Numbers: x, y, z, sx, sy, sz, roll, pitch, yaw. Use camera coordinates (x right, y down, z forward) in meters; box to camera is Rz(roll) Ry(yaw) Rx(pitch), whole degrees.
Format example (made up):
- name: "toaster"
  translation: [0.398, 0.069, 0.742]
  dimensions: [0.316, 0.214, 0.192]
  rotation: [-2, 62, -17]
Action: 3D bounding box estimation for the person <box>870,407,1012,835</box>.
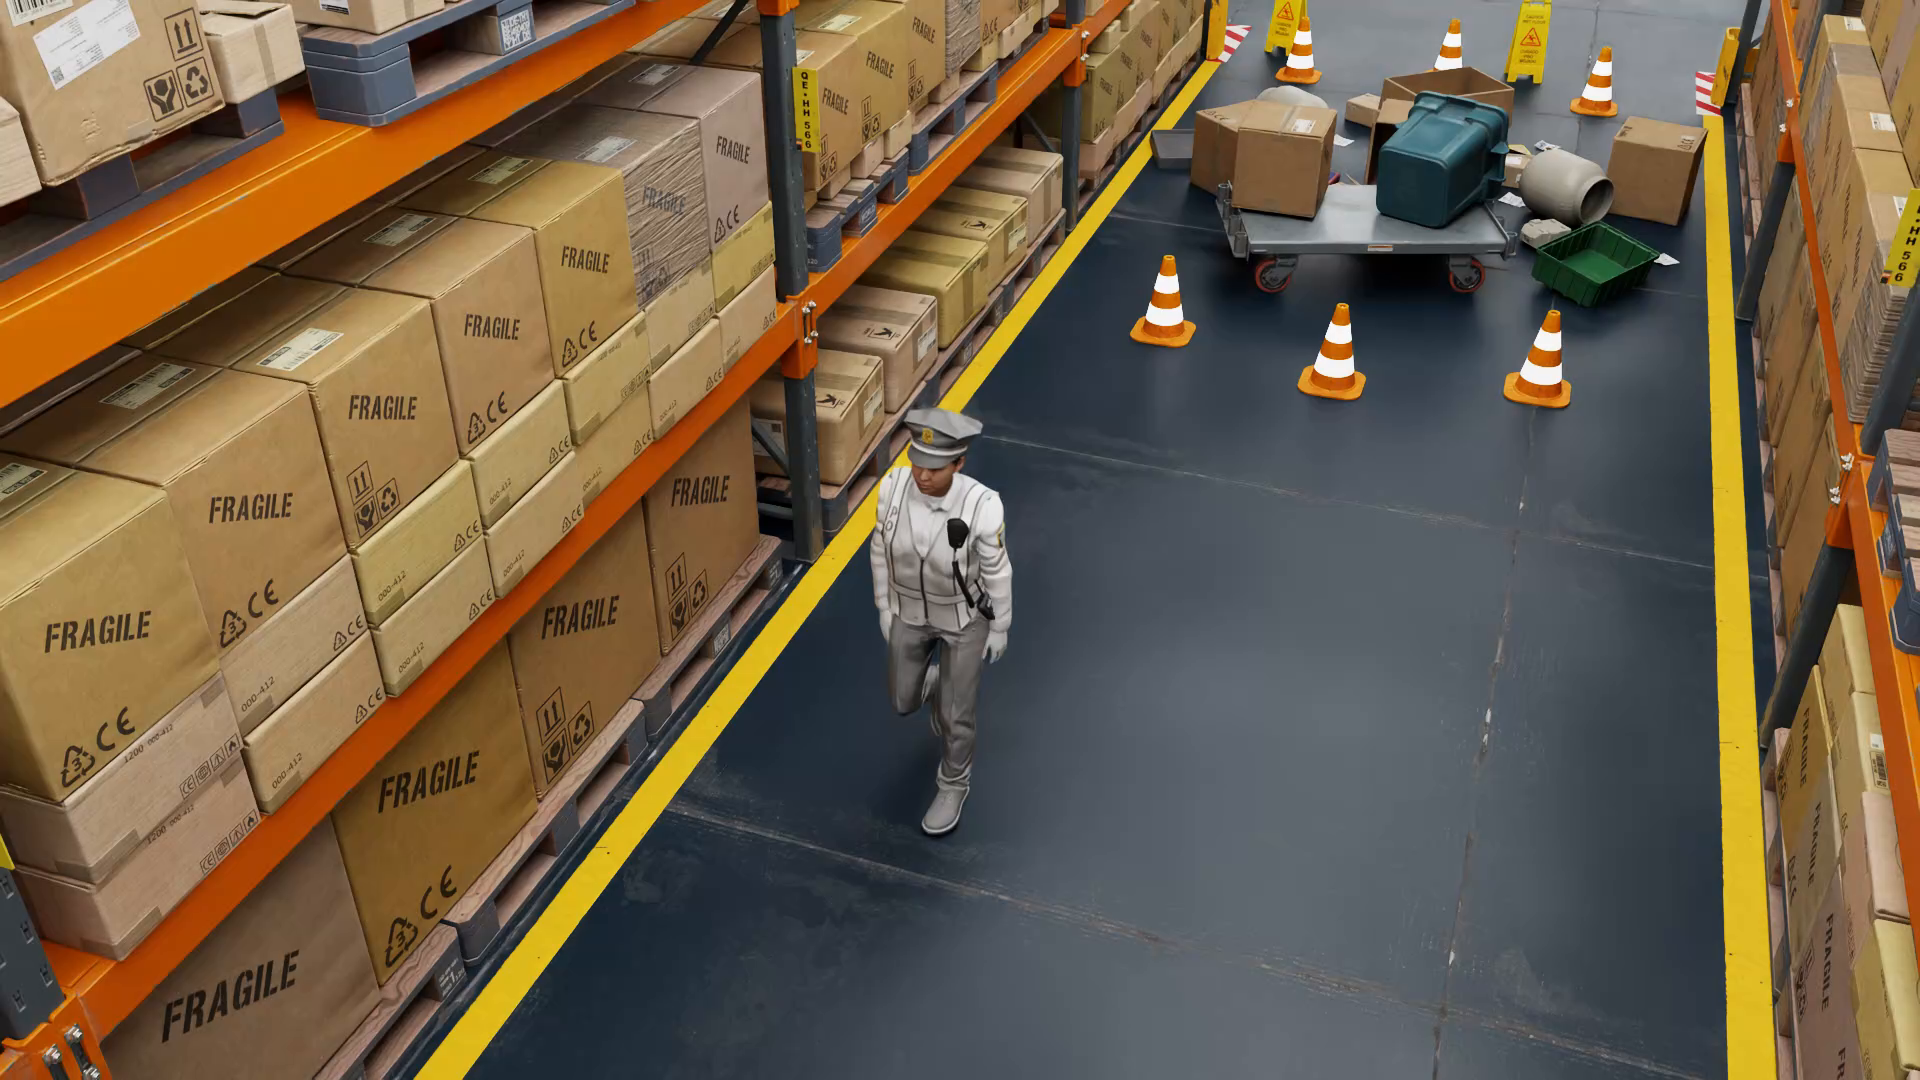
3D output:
- name: "person"
  translation: [-0.038, 0.209, 5.785]
  dimensions: [0.501, 1.669, 0.604]
  rotation: [12, 35, 17]
